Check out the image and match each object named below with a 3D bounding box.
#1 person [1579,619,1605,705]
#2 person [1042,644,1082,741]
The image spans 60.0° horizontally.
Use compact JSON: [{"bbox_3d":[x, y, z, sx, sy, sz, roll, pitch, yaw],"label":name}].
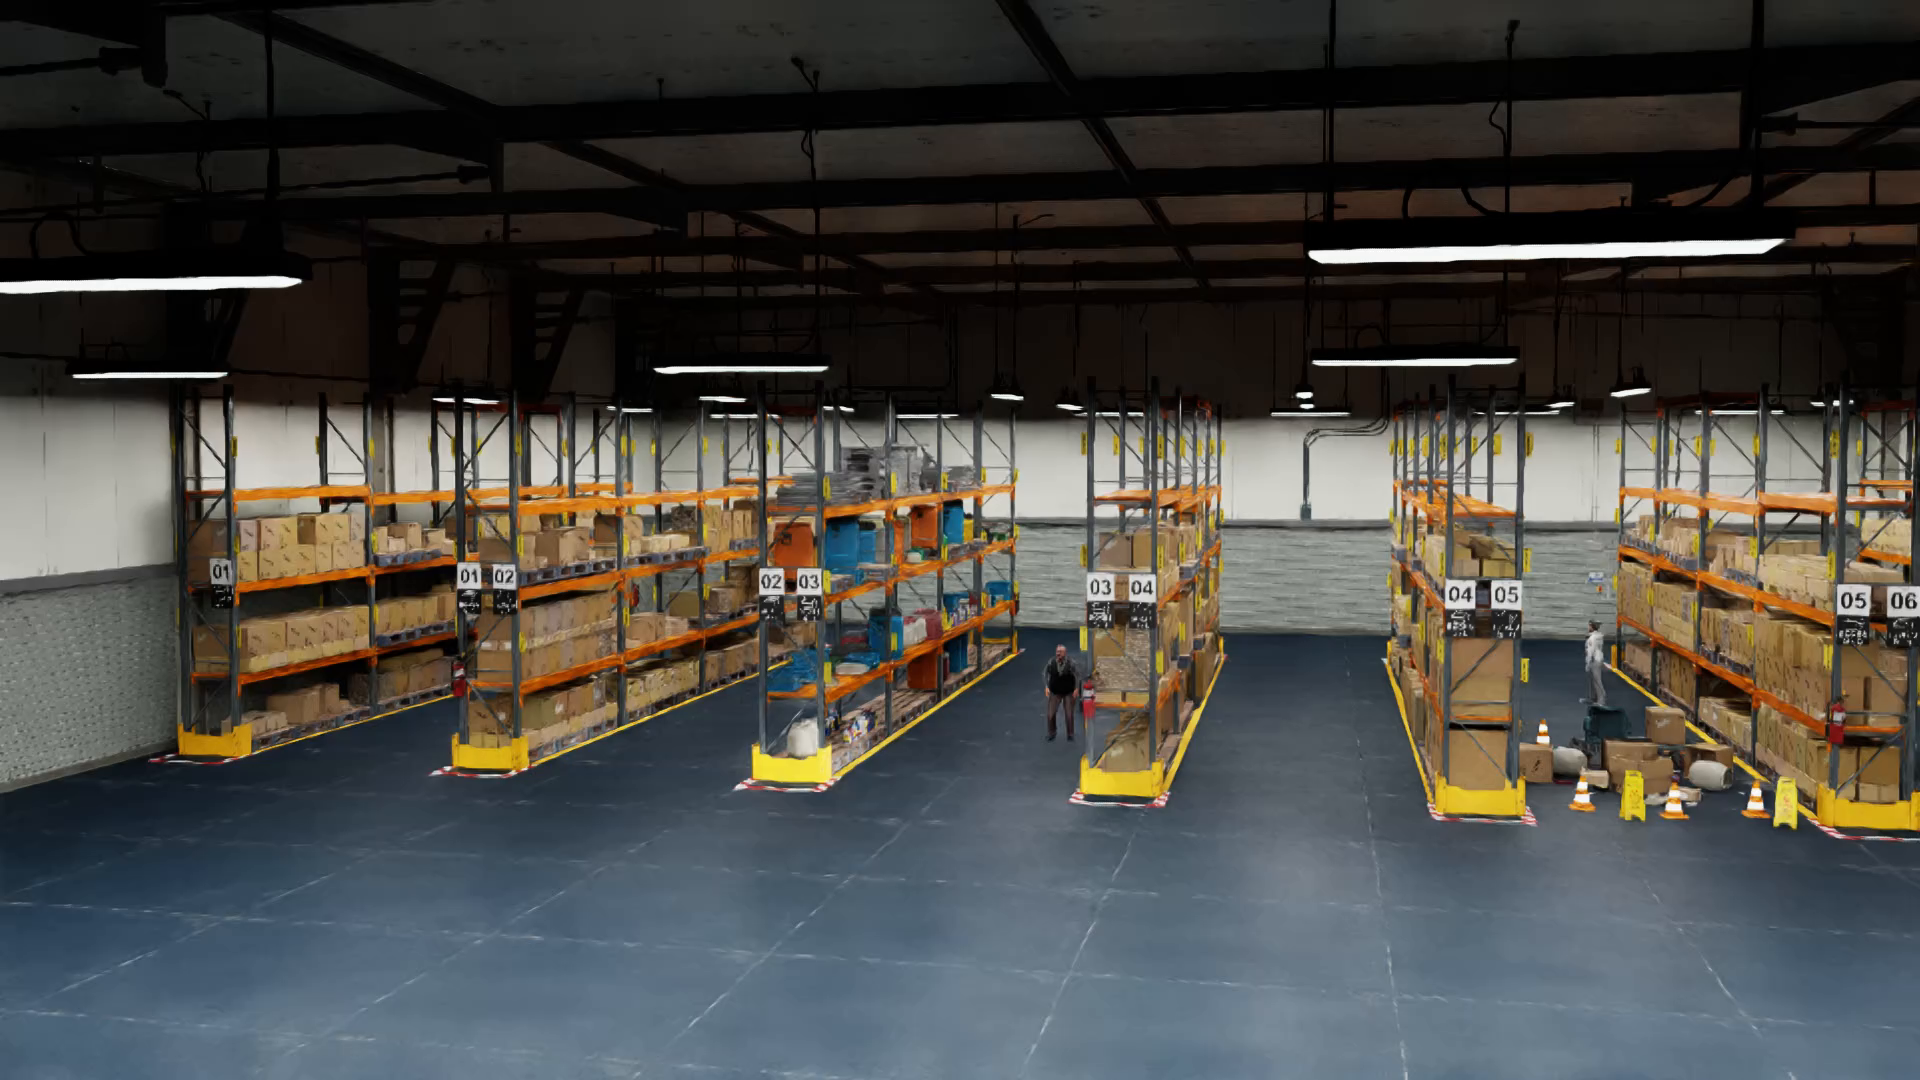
[{"bbox_3d":[12.236,2.356,32.148,0.550,1.663,0.585,2,4,35],"label":"person"},{"bbox_3d":[1.730,2.592,28.243,0.677,1.674,0.534,1,3,12],"label":"person"}]
